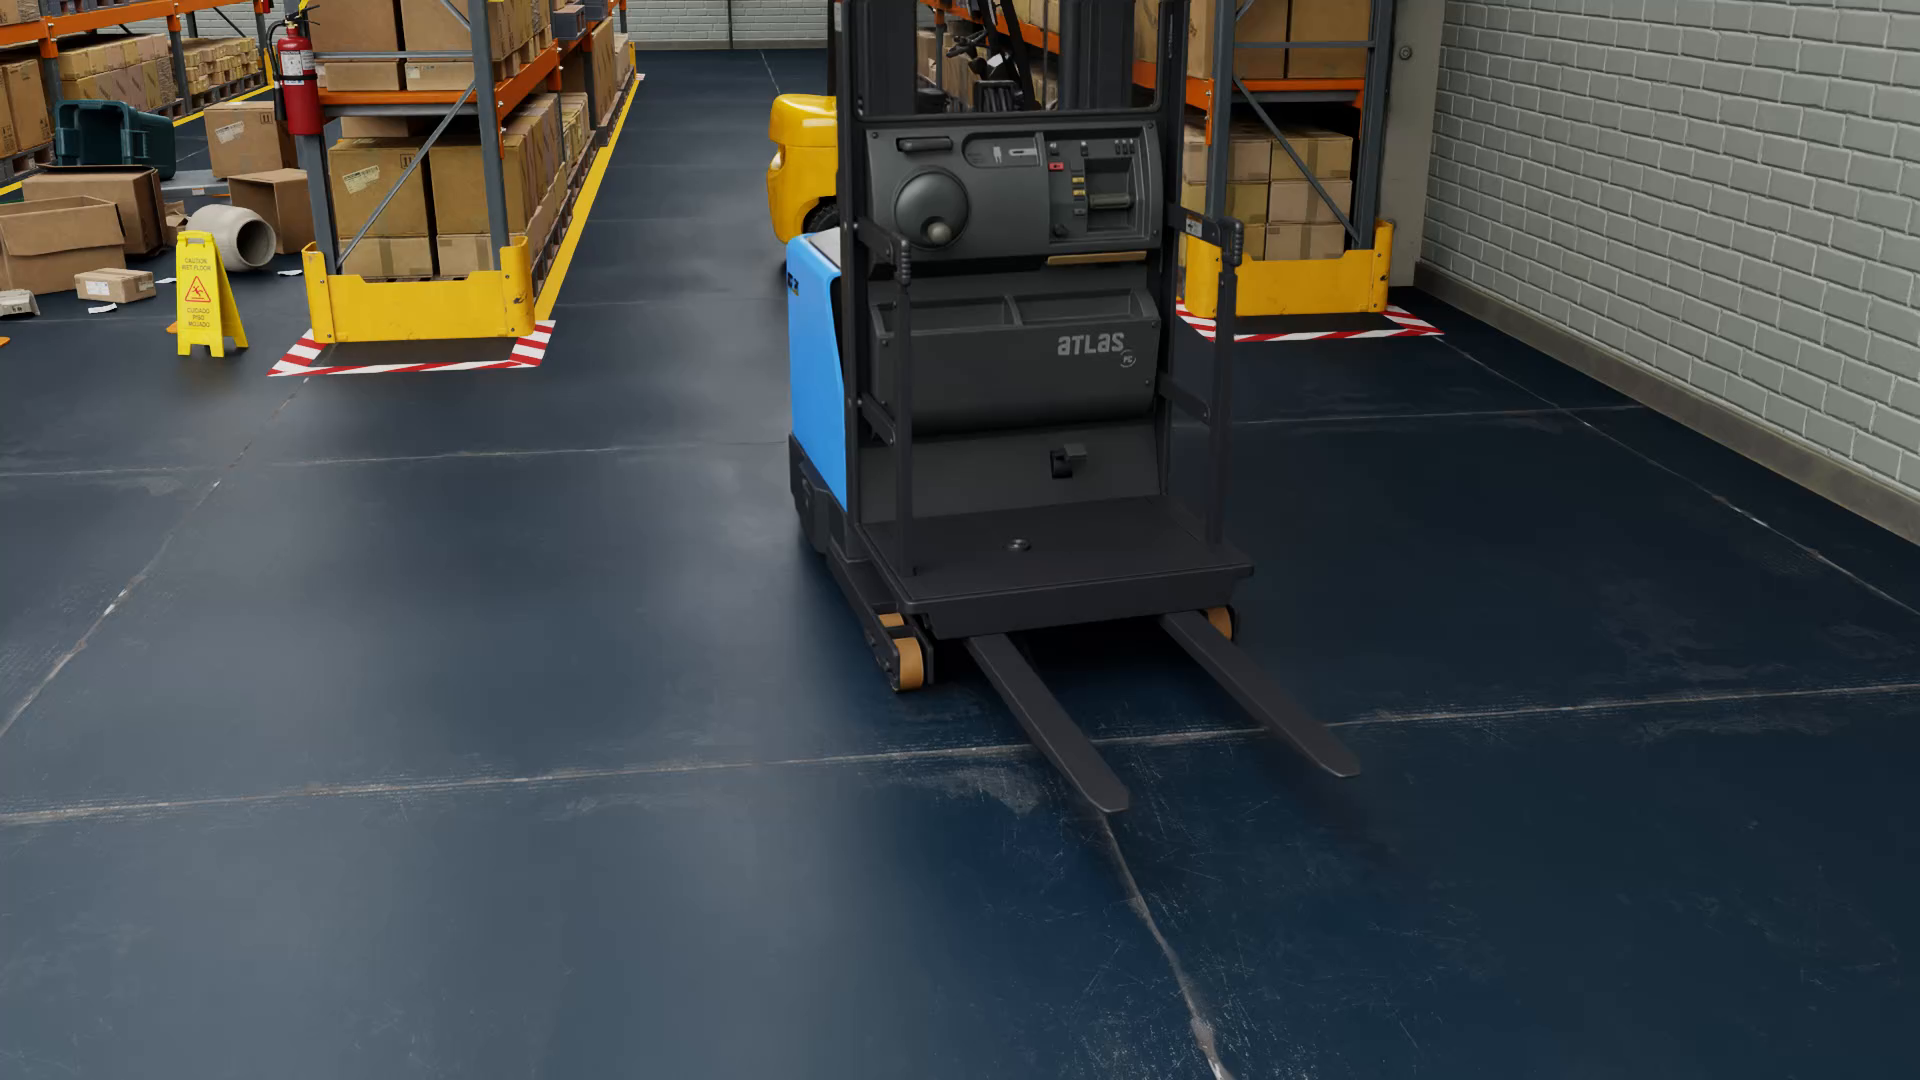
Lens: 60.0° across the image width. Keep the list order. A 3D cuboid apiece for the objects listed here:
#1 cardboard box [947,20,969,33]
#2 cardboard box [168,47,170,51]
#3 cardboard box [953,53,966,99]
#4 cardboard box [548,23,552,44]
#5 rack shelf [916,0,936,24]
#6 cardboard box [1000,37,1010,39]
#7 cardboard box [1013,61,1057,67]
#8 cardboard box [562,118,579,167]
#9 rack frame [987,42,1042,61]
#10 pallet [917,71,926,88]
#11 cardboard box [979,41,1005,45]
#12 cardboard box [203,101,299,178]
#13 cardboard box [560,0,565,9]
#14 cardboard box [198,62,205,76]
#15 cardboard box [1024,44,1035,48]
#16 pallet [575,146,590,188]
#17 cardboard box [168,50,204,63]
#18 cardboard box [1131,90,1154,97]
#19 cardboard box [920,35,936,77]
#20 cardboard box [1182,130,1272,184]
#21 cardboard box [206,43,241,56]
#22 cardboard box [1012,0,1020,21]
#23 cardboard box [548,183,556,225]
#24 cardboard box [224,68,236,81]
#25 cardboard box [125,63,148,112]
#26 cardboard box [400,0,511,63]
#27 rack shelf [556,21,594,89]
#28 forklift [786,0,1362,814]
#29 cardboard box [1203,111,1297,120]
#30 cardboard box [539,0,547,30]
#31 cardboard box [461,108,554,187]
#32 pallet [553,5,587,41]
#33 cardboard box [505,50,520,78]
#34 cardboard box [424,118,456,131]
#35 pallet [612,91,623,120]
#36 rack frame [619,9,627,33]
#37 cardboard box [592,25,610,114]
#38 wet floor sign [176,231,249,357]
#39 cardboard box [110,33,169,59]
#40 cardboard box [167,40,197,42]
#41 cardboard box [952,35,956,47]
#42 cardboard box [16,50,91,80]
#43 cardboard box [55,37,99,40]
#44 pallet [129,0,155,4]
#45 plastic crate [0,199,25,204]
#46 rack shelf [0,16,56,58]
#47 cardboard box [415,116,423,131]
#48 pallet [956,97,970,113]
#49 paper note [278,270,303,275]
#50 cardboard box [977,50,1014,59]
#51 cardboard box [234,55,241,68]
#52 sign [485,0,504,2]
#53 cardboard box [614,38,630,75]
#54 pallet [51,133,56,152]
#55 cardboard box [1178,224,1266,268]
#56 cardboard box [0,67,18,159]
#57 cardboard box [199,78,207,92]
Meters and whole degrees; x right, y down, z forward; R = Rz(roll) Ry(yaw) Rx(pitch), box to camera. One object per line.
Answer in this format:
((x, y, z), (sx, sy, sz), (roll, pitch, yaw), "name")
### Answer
((0.052, -6.282, 20.368), (0.380, 0.149, 0.250), (-3, 21, -9), "cardboard box")
((-10.161, -6.109, 20.909), (0.380, 0.149, 0.250), (-4, 21, -10), "cardboard box")
((0.204, -5.437, 19.460), (0.500, 0.500, 0.500), (-4, 21, -9), "cardboard box")
((-3.207, -3.712, 12.228), (0.380, 0.149, 0.250), (-3, 21, -8), "cardboard box")
((-0.085, -7.303, 22.510), (1.077, 0.370, 4.000), (-3, 21, -8), "rack shelf")
((0.691, -5.902, 19.777), (0.380, 0.149, 0.250), (-4, 21, -10), "cardboard box")
((0.856, -4.430, 16.584), (0.875, 0.625, 0.625), (-2, 21, -6), "cardboard box")
((-3.740, -3.322, 13.979), (0.950, 0.372, 0.625), (-2, 21, -4), "cardboard box")
((0.780, -5.563, 16.822), (1.000, 3.000, 0.127), (-3, 21, -8), "rack frame")
((-0.074, -6.302, 22.788), (1.003, 0.211, 1.213), (-3, 21, -8), "pallet")
((0.310, -5.598, 18.964), (0.380, 0.149, 0.250), (-3, 21, -8), "cardboard box")
((-5.312, -3.010, 12.477), (0.500, 0.500, 0.500), (-3, 21, -8), "cardboard box")
((-3.349, -4.299, 13.199), (0.380, 0.149, 0.250), (-2, 21, -7), "cardboard box")
((-9.560, -5.813, 20.541), (0.380, 0.149, 0.250), (-4, 21, -11), "cardboard box")
((0.853, -5.451, 18.568), (0.380, 0.149, 0.250), (-3, 21, -9), "cardboard box")
((-3.848, -3.312, 14.783), (1.003, 0.211, 1.213), (-3, 21, -8), "pallet")
((-9.563, -5.953, 20.493), (0.380, 0.149, 0.250), (-3, 21, -9), "cardboard box")
((1.179, -3.194, 12.381), (0.500, 0.250, 0.500), (-3, 21, -8), "cardboard box")
((-0.145, -6.484, 22.262), (0.700, 0.500, 0.500), (-4, 21, -10), "cardboard box")
((1.558, -2.313, 10.024), (0.500, 0.250, 0.500), (-2, 21, -6), "cardboard box")
((-9.631, -6.409, 21.713), (0.380, 0.149, 0.250), (-2, 21, -6), "cardboard box")
((0.751, -4.974, 15.461), (0.500, 0.250, 0.500), (-4, 21, -10), "cardboard box")
((-3.048, -2.283, 11.372), (0.500, 0.250, 0.500), (-3, 21, -7), "cardboard box")
((-9.629, -6.040, 21.575), (0.380, 0.149, 0.250), (-3, 21, -7), "cardboard box")
((-9.093, -4.838, 17.854), (0.500, 0.500, 0.500), (-3, 21, -9), "cardboard box")
((-2.772, -2.905, 9.139), (0.500, 0.500, 0.500), (-3, 21, -9), "cardboard box")
((-3.843, -4.281, 14.420), (1.077, 0.370, 4.000), (-3, 21, -8), "rack shelf")
((0.237, -1.070, 4.893), (1.130, 2.935, 3.031), (-6, 21, -15), "forklift")
((1.914, -2.692, 11.038), (0.500, 0.250, 0.500), (-3, 21, -8), "cardboard box")
((-3.164, -3.793, 11.516), (0.500, 0.500, 0.500), (-2, 21, -6), "cardboard box")
((-3.054, -2.642, 11.261), (0.500, 0.500, 0.500), (-2, 21, -5), "cardboard box")
((-3.521, -4.108, 13.202), (1.003, 0.211, 1.213), (-3, 21, -8), "pallet")
((-2.822, -2.824, 9.850), (0.380, 0.149, 0.250), (-3, 21, -7), "cardboard box")
((-3.496, -2.421, 10.668), (0.500, 0.500, 0.500), (-3, 21, -9), "cardboard box")
((-4.522, -5.126, 19.639), (1.003, 0.211, 1.213), (-3, 21, -8), "pallet")
((-5.285, -8.081, 23.565), (1.000, 3.000, 0.127), (-3, 21, -8), "rack frame")
((-4.273, -5.065, 17.926), (0.875, 0.875, 0.875), (-3, 21, -7), "cardboard box")
((-4.010, -1.318, 8.824), (0.267, 0.644, 0.232), (4, 21, 11), "wet floor sign")
((-9.234, -5.543, 18.671), (0.500, 0.250, 0.500), (-3, 21, -9), "cardboard box")
((-10.361, -6.554, 22.102), (0.380, 0.149, 0.250), (-3, 21, -8), "cardboard box")
((0.108, -6.047, 20.166), (0.380, 0.149, 0.250), (-3, 21, -9), "cardboard box")
((-8.875, -4.654, 16.291), (0.500, 0.250, 0.500), (-4, 21, -10), "cardboard box")
((-9.668, -5.335, 18.113), (0.500, 0.250, 0.500), (-2, 21, -6), "cardboard box")
((-9.626, -6.049, 18.400), (1.003, 0.211, 1.213), (-3, 21, -8), "pallet")
((-7.117, -2.357, 12.176), (0.450, 0.188, 0.662), (-2, 18, 24), "plastic crate")
((-8.727, -3.997, 13.658), (1.077, 0.370, 4.000), (-3, 21, -8), "rack shelf")
((-3.504, -2.580, 10.167), (0.380, 0.149, 0.250), (-3, 21, -7), "cardboard box")
((0.537, -4.938, 19.136), (1.003, 0.211, 1.213), (-3, 21, -8), "pallet")
((-4.377, -1.754, 10.870), (0.142, 0.019, 0.148), (-11, 23, -26), "paper note")
((0.388, -5.143, 17.745), (0.380, 0.149, 0.250), (-4, 21, -11), "cardboard box")
((-9.646, -6.270, 21.765), (0.380, 0.149, 0.250), (-3, 21, -7), "cardboard box")
((-2.441, -2.974, 8.654), (0.100, 0.325, 0.005), (-3, 21, -8), "sign")
((-4.950, -6.537, 22.494), (0.875, 0.438, 0.875), (-2, 21, -6), "cardboard box")
((-9.126, -3.991, 16.599), (1.003, 0.211, 1.213), (-3, 21, -8), "pallet")
((1.553, -1.848, 10.207), (0.500, 0.250, 0.500), (-3, 21, -7), "cardboard box")
((-8.887, -3.651, 14.320), (1.050, 0.750, 0.750), (-3, 21, -7), "cardboard box")
((-9.365, -5.507, 20.147), (0.380, 0.149, 0.250), (-2, 21, -6), "cardboard box")
